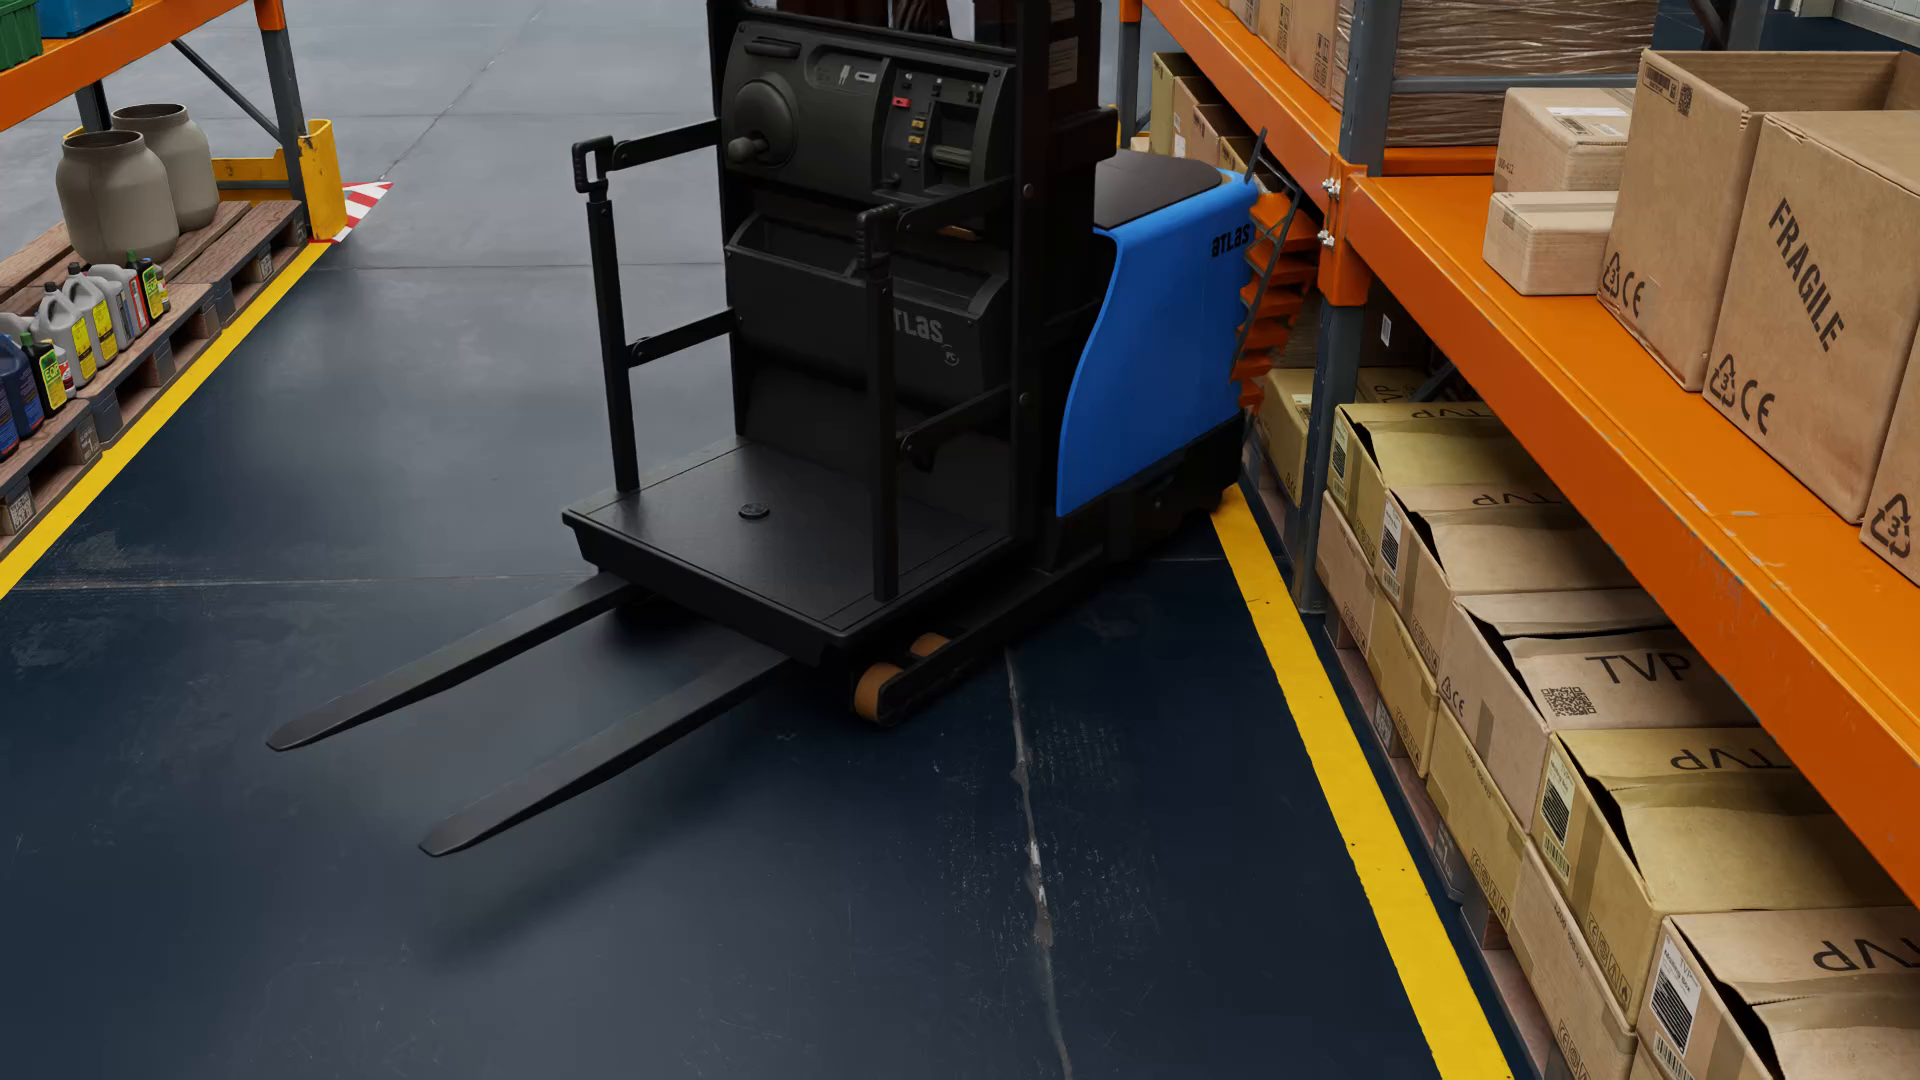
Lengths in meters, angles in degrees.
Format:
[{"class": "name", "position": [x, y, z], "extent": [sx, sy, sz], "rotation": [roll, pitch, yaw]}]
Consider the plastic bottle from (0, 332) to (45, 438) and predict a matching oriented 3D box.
[{"class": "plastic bottle", "position": [-3.102, -0.520, 5.392], "extent": [0.144, 0.351, 0.185], "rotation": [-3, 28, -5]}]

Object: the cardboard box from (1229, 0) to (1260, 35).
[{"class": "cardboard box", "position": [1.369, -2.108, 5.940], "extent": [0.700, 0.500, 0.500], "rotation": [-1, 28, -1]}]

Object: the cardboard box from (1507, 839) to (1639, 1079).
[{"class": "cardboard box", "position": [1.337, 0.788, 3.014], "extent": [0.500, 0.250, 0.500], "rotation": [-1, 28, -2]}]

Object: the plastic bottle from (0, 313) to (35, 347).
[{"class": "plastic bottle", "position": [-3.271, -0.668, 5.756], "extent": [0.152, 0.276, 0.135], "rotation": [-1, 28, -3]}]

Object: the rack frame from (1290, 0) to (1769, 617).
[{"class": "rack frame", "position": [1.482, -1.147, 4.206], "extent": [1.000, 3.000, 0.127], "rotation": [-1, 28, -3]}]

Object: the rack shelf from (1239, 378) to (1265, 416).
[{"class": "rack shelf", "position": [0.844, -0.508, 5.434], "extent": [0.180, 0.103, 0.258], "rotation": [-12, 48, -28]}]

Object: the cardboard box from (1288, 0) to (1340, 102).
[{"class": "cardboard box", "position": [1.419, -1.640, 5.042], "extent": [0.700, 0.500, 0.500], "rotation": [-2, 28, -3]}]

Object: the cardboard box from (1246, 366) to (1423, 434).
[{"class": "cardboard box", "position": [1.223, -0.554, 5.588], "extent": [0.500, 0.250, 0.500], "rotation": [-1, 28, -3]}]

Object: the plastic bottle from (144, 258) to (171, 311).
[{"class": "plastic bottle", "position": [-3.140, -0.993, 6.461], "extent": [0.097, 0.201, 0.097], "rotation": [0, 28, 0]}]

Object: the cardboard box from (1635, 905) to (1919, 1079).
[{"class": "cardboard box", "position": [1.361, 0.775, 2.433], "extent": [0.500, 0.311, 0.500], "rotation": [-2, 28, -3]}]

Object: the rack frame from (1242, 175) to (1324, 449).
[{"class": "rack frame", "position": [0.981, -0.732, 5.291], "extent": [0.006, 1.200, 0.240], "rotation": [-12, 48, -28]}]

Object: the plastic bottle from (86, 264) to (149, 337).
[{"class": "plastic bottle", "position": [-3.154, -0.909, 6.220], "extent": [0.152, 0.276, 0.135], "rotation": [-1, 28, -2]}]

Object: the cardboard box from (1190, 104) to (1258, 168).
[{"class": "cardboard box", "position": [1.155, -1.348, 6.300], "extent": [0.500, 0.500, 0.500], "rotation": [-1, 28, -3]}]

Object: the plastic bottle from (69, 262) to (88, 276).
[{"class": "plastic bottle", "position": [-3.260, -0.910, 6.212], "extent": [0.061, 0.283, 0.133], "rotation": [-1, 28, -3]}]

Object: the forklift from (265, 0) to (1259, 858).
[{"class": "forklift", "position": [-0.399, -1.075, 4.142], "extent": [1.130, 2.935, 3.031], "rotation": [21, 34, 34]}]

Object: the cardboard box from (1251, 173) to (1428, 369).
[{"class": "cardboard box", "position": [1.225, -0.887, 5.415], "extent": [0.500, 0.500, 0.500], "rotation": [-1, 28, -3]}]

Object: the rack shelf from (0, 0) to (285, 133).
[{"class": "rack shelf", "position": [-3.569, -1.634, 5.917], "extent": [1.077, 0.370, 4.000], "rotation": [-1, 28, -3]}]

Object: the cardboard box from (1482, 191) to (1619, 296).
[{"class": "cardboard box", "position": [1.324, -0.622, 3.470], "extent": [0.380, 0.149, 0.250], "rotation": [-1, 28, -3]}]

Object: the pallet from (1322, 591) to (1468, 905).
[{"class": "pallet", "position": [1.560, 0.428, 4.200], "extent": [1.003, 0.211, 1.213], "rotation": [-1, 28, -3]}]

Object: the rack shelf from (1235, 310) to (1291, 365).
[{"class": "rack shelf", "position": [0.893, -0.682, 5.277], "extent": [0.180, 0.103, 0.258], "rotation": [-12, 48, -28]}]

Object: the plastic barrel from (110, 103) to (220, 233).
[{"class": "plastic barrel", "position": [-3.563, -1.658, 7.421], "extent": [0.421, 0.512, 0.421], "rotation": [0, 28, 0]}]

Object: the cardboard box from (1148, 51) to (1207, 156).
[{"class": "cardboard box", "position": [1.107, -1.810, 7.185], "extent": [0.500, 0.500, 0.500], "rotation": [-1, 28, -3]}]

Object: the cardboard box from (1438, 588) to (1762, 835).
[{"class": "cardboard box", "position": [1.304, 0.304, 3.336], "extent": [0.500, 0.311, 0.500], "rotation": [-2, 28, -4]}]

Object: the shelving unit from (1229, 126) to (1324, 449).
[{"class": "shelving unit", "position": [0.902, -0.715, 5.248], "extent": [0.189, 1.200, 0.258], "rotation": [-12, 48, -28]}]

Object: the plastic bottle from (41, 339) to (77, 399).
[{"class": "plastic bottle", "position": [-3.094, -0.585, 5.678], "extent": [0.097, 0.201, 0.097], "rotation": [0, 28, 0]}]

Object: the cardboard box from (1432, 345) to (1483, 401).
[{"class": "cardboard box", "position": [1.771, -0.668, 4.996], "extent": [0.500, 0.500, 0.500], "rotation": [-1, 28, -3]}]

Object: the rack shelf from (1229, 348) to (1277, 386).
[{"class": "rack shelf", "position": [0.869, -0.595, 5.355], "extent": [0.180, 0.103, 0.258], "rotation": [-12, 48, -28]}]

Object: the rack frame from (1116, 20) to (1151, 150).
[{"class": "rack frame", "position": [1.273, -2.994, 7.748], "extent": [1.000, 3.000, 0.127], "rotation": [-1, 28, -3]}]

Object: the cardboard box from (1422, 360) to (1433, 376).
[{"class": "cardboard box", "position": [1.740, -0.567, 5.612], "extent": [0.500, 0.250, 0.500], "rotation": [-1, 28, -3]}]

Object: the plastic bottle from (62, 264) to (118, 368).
[{"class": "plastic bottle", "position": [-3.134, -0.802, 5.933], "extent": [0.144, 0.351, 0.185], "rotation": [0, 28, -1]}]

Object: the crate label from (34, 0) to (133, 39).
[{"class": "crate label", "position": [-3.307, -2.049, 5.896], "extent": [0.502, 0.435, 0.616], "rotation": [-1, 28, -3]}]

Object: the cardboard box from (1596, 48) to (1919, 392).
[{"class": "cardboard box", "position": [1.534, -0.593, 3.036], "extent": [0.500, 0.500, 0.500], "rotation": [1, 28, 1]}]

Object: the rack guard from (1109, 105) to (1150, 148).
[{"class": "rack guard", "position": [1.272, -1.897, 8.347], "extent": [1.175, 0.500, 0.348], "rotation": [-1, 28, -3]}]

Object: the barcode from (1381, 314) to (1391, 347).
[{"class": "barcode", "position": [1.080, -0.532, 4.215], "extent": [0.001, 0.075, 0.075], "rotation": [-1, 28, -3]}]

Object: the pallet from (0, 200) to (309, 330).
[{"class": "pallet", "position": [-3.585, -1.231, 7.382], "extent": [1.003, 0.211, 1.213], "rotation": [-1, 28, -3]}]

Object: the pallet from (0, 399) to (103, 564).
[{"class": "pallet", "position": [-3.458, -0.104, 5.221], "extent": [1.003, 0.211, 1.213], "rotation": [-1, 28, -3]}]

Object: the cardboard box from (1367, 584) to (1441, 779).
[{"class": "cardboard box", "position": [1.281, 0.314, 3.923], "extent": [0.500, 0.250, 0.500], "rotation": [-1, 28, -1]}]

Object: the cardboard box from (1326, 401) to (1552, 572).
[{"class": "cardboard box", "position": [1.255, -0.166, 4.238], "extent": [0.500, 0.311, 0.500], "rotation": [-1, 28, -2]}]

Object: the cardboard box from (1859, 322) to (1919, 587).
[{"class": "cardboard box", "position": [1.587, -0.119, 2.126], "extent": [0.500, 0.500, 0.500], "rotation": [-3, 28, -5]}]
